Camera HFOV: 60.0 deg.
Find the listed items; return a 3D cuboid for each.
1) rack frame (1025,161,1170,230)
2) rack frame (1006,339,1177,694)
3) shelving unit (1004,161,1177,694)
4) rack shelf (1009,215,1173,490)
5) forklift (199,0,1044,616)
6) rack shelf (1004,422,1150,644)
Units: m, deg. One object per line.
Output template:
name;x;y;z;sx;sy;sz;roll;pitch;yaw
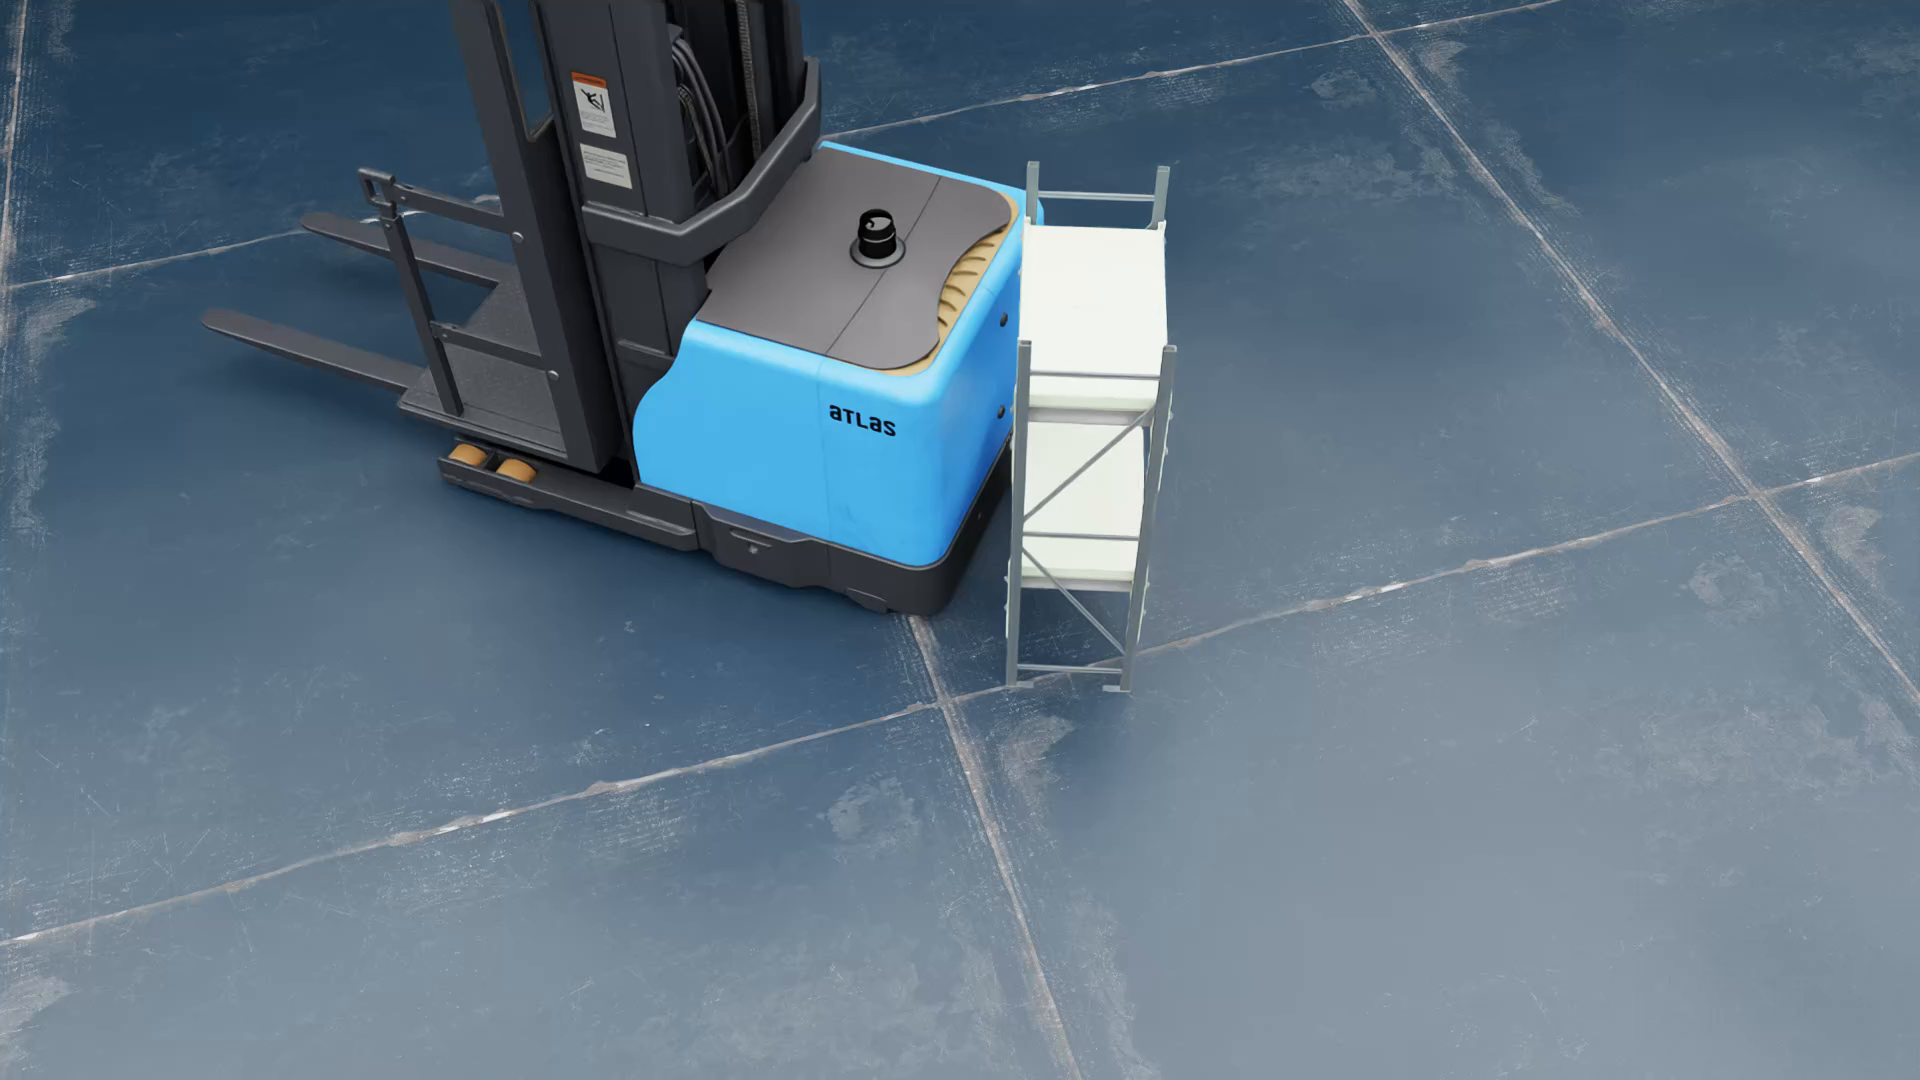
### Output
rack frame;0.389;-0.567;5.247;0.400;1.500;0.023;2;50;2
rack frame;0.347;-0.008;4.776;0.400;1.500;0.023;2;50;2
shelving unit;0.368;-0.287;5.011;0.431;1.500;0.755;2;50;2
rack shelf;0.368;-0.539;4.713;0.431;0.370;0.720;2;50;2
forklift;-1.287;-1.425;5.035;3.031;2.935;1.130;17;52;14
rack shelf;0.368;-0.077;5.261;0.431;0.370;0.720;2;50;2
